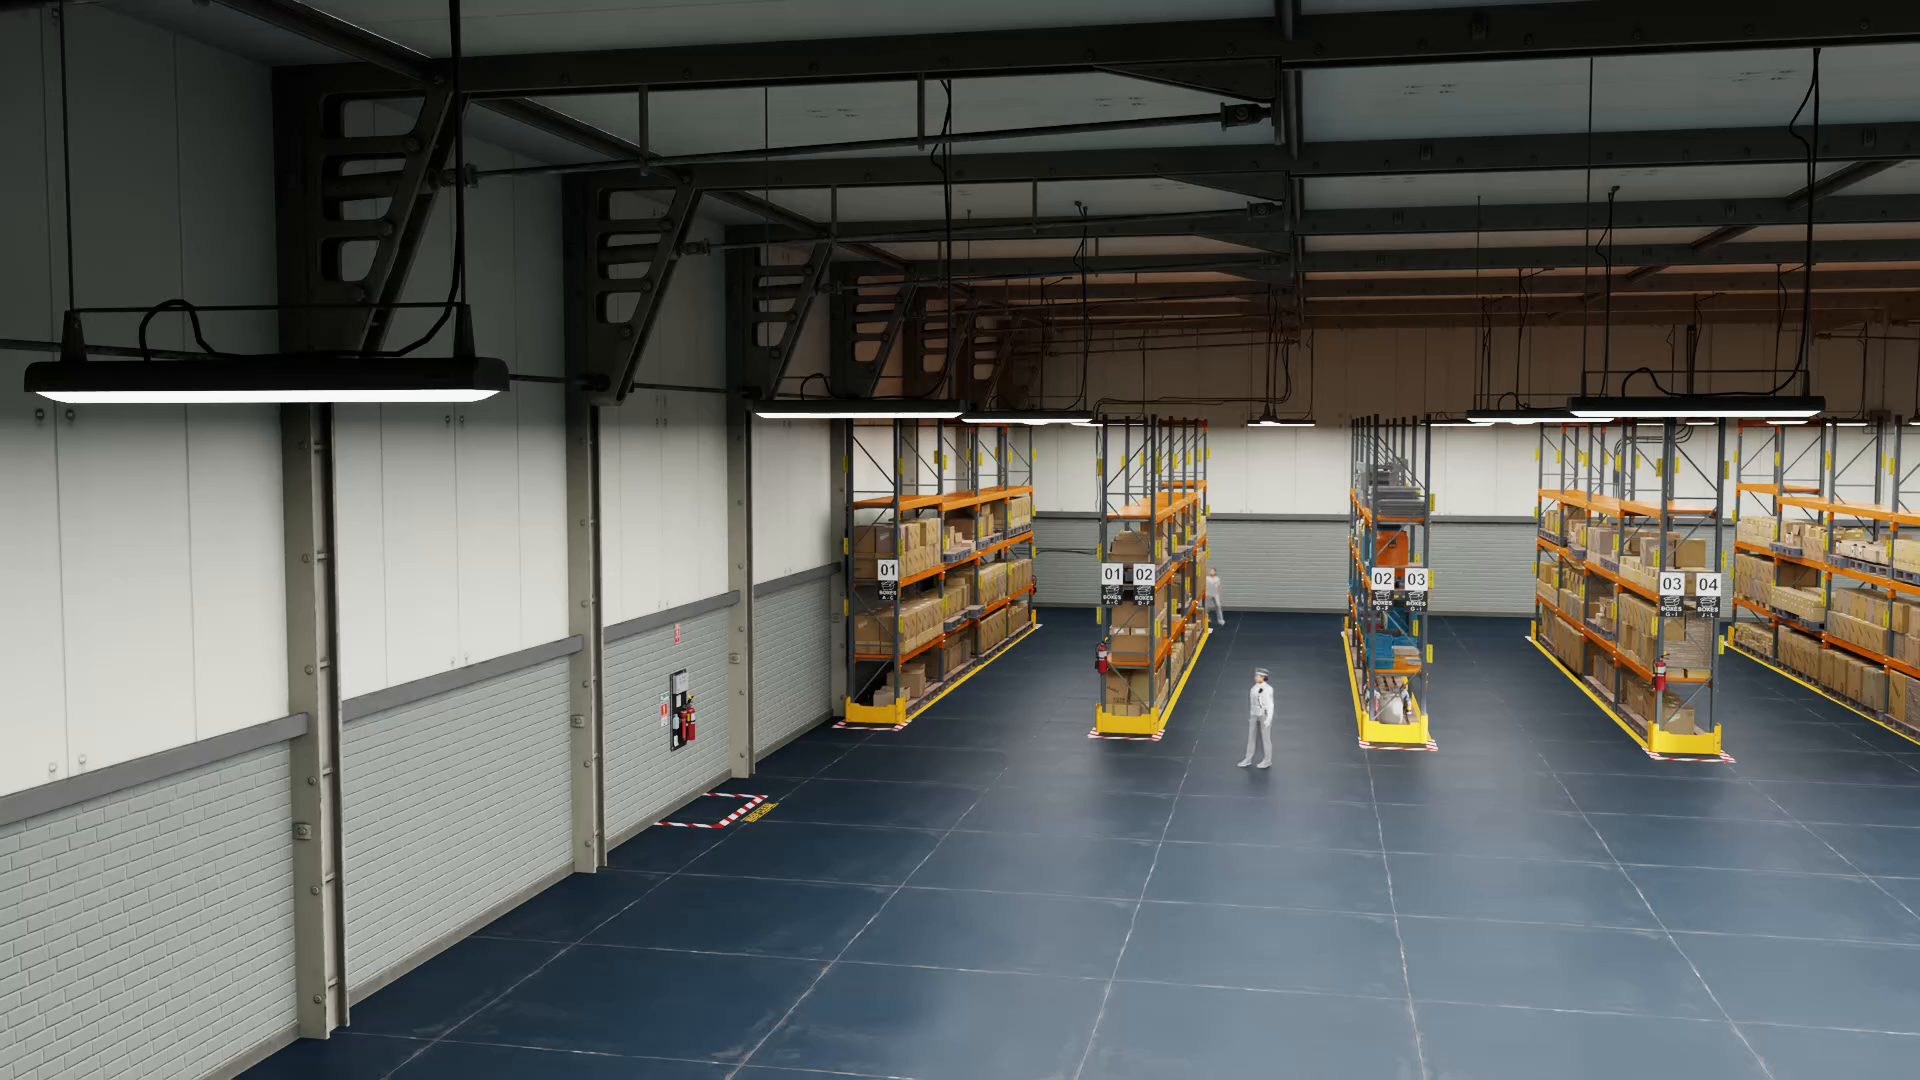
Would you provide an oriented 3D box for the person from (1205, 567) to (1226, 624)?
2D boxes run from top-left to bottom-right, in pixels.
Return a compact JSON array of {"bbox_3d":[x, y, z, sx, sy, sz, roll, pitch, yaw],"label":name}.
[{"bbox_3d":[7.423,1.622,48.836,0.561,1.619,0.952,-1,4,-18],"label":"person"}]

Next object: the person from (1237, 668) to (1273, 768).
[{"bbox_3d":[5.025,3.009,28.123,0.530,1.700,0.490,-2,4,-30],"label":"person"}]
